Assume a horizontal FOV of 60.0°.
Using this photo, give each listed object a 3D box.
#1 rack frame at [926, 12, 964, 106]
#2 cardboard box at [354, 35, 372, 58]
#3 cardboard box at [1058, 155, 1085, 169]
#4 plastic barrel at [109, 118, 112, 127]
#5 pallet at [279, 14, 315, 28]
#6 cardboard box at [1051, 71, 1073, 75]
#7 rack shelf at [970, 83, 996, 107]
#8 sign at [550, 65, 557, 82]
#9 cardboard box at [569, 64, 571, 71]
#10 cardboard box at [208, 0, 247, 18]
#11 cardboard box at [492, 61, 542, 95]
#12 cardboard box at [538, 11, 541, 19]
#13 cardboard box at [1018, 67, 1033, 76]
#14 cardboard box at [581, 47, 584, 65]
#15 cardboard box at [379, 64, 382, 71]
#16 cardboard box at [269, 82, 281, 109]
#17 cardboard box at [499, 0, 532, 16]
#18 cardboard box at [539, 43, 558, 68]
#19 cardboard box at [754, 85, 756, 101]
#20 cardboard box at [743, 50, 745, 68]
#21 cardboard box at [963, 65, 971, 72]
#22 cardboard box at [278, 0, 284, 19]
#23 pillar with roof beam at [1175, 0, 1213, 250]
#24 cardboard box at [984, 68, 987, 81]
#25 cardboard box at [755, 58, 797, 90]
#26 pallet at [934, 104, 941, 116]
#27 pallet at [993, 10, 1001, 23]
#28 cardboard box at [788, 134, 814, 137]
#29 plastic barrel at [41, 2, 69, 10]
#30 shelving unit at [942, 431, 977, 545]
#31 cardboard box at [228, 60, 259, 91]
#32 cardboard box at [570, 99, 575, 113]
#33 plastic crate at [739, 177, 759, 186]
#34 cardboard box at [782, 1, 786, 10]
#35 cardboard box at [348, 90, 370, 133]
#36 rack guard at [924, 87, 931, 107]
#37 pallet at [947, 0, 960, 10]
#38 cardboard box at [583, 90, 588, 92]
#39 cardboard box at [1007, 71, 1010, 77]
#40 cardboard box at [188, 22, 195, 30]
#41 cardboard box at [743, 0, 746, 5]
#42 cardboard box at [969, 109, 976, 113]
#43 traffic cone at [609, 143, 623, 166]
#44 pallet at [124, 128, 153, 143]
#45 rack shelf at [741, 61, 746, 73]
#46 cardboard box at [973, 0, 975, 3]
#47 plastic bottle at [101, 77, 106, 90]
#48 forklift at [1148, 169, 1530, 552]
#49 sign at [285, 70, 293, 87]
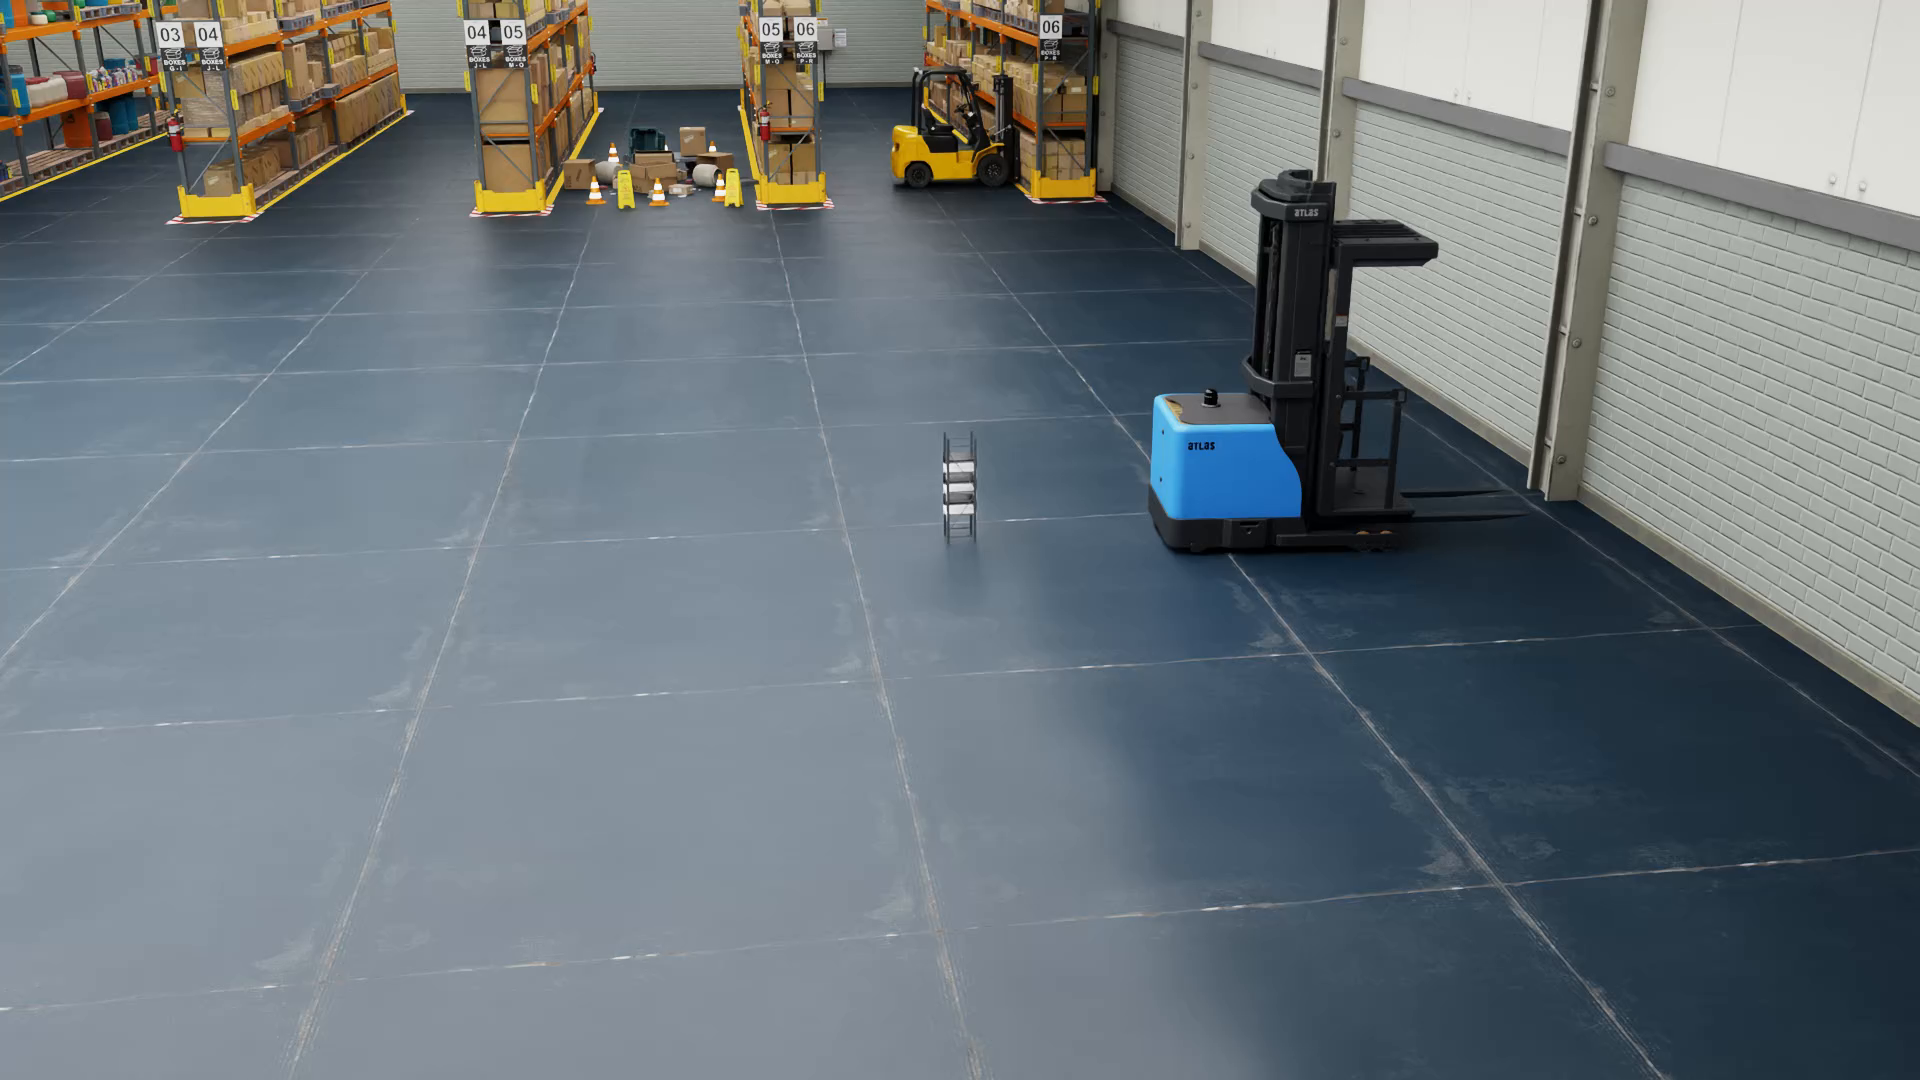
[{"bbox_3d":[-0.405,-13.307,45.058,1.000,3.000,0.127,-3,21,-8],"label":"rack frame"},{"bbox_3d":[-14.362,-11.770,39.659,0.500,0.500,0.500,-3,21,-8],"label":"cardboard box"},{"bbox_3d":[2.040,-7.083,31.009,0.500,0.250,0.500,-3,21,-7],"label":"cardboard box"},{"bbox_3d":[-19.290,-9.318,37.332,0.421,0.512,0.421,0,20,0],"label":"plastic barrel"},{"bbox_3d":[-13.529,-10.296,32.977,1.213,0.211,1.003,-3,21,-8],"label":"pallet"},{"bbox_3d":[1.925,-8.744,31.345,0.380,0.149,0.250,-2,21,-6],"label":"cardboard box"},{"bbox_3d":[1.037,-9.508,35.913,1.077,0.370,4.000,-3,21,-8],"label":"rack shelf"},{"bbox_3d":[-7.921,-9.087,32.409,0.100,0.325,0.005,-3,21,-8],"label":"sign"},{"bbox_3d":[-9.179,-10.886,38.335,0.380,0.149,0.250,-2,21,-5],"label":"cardboard box"},{"bbox_3d":[-12.763,-9.369,28.944,0.500,0.500,0.500,-3,21,-8],"label":"cardboard box"},{"bbox_3d":[-8.025,-8.324,29.958,0.875,0.550,0.550,-3,21,-8],"label":"cardboard box"},{"bbox_3d":[-7.954,-9.685,30.690,0.380,0.149,0.250,-3,21,-7],"label":"cardboard box"},{"bbox_3d":[1.342,-9.075,32.231,0.380,0.149,0.250,-3,21,-8],"label":"cardboard box"},{"bbox_3d":[-9.523,-11.927,40.795,0.500,0.500,0.500,-3,21,-8],"label":"cardboard box"},{"bbox_3d":[-14.447,-11.621,40.902,0.380,0.149,0.250,-3,21,-7],"label":"cardboard box"},{"bbox_3d":[-13.389,-8.428,31.426,0.875,0.500,0.500,-3,21,-8],"label":"cardboard box"},{"bbox_3d":[-7.783,-9.305,29.100,0.500,0.250,0.500,-3,21,-8],"label":"cardboard box"},{"bbox_3d":[-8.992,-10.360,35.596,0.700,0.500,0.500,-3,21,-8],"label":"cardboard box"},{"bbox_3d":[-3.798,-8.920,32.745,0.500,0.500,0.500,-3,21,-8],"label":"cardboard box"},{"bbox_3d":[-5.139,-12.043,41.530,0.500,0.500,0.500,-3,21,-9],"label":"cardboard box"},{"bbox_3d":[0.274,-10.824,38.169,0.380,0.149,0.250,-3,21,-7],"label":"cardboard box"},{"bbox_3d":[-13.362,-10.219,31.754,0.797,0.503,0.637,-4,21,-10],"label":"cardboard box"},{"bbox_3d":[-0.702,-8.570,23.800,9.100,9.000,0.400,-3,21,-8],"label":"pillar with roof beam"},{"bbox_3d":[0.798,-10.004,35.714,0.500,0.250,0.500,-3,21,-7],"label":"cardboard box"},{"bbox_3d":[-3.299,-8.336,29.751,0.700,0.500,0.500,-3,21,-9],"label":"cardboard box"},{"bbox_3d":[-0.105,-11.277,43.608,1.003,0.211,1.213,-3,21,-8],"label":"pallet"},{"bbox_3d":[1.185,-10.773,34.258,0.805,0.209,1.217,-4,21,-10],"label":"pallet"},{"bbox_3d":[-3.000,-7.432,31.585,0.500,0.500,0.500,-3,21,-7],"label":"cardboard box"},{"bbox_3d":[-18.949,-11.536,34.814,0.600,0.830,0.708,-3,21,-8],"label":"plastic barrel"},{"bbox_3d":[-0.001,-0.424,13.566,0.258,0.900,0.210,-3,21,-8],"label":"shelving unit"},{"bbox_3d":[-12.764,-8.221,29.443,0.500,0.500,0.500,-3,21,-8],"label":"cardboard box"},{"bbox_3d":[-8.979,-9.804,37.580,0.500,0.250,0.500,-3,21,-8],"label":"cardboard box"},{"bbox_3d":[-4.171,-6.948,32.204,0.402,0.080,0.583,-11,23,-26],"label":"plastic crate"},{"bbox_3d":[-3.159,-10.103,31.411,0.380,0.149,0.250,-3,21,-9],"label":"cardboard box"},{"bbox_3d":[-14.304,-9.842,38.217,1.225,0.875,0.875,-4,21,-10],"label":"cardboard box"},{"bbox_3d":[-0.394,-12.110,45.424,1.175,0.500,0.348,-3,21,-8],"label":"rack guard"},{"bbox_3d":[0.349,-12.651,39.283,1.213,0.211,1.003,-3,21,-8],"label":"pallet"},{"bbox_3d":[-9.755,-11.474,42.774,0.380,0.149,0.250,-4,21,-10],"label":"cardboard box"},{"bbox_3d":[1.150,-9.290,33.232,0.380,0.149,0.250,-2,21,-6],"label":"cardboard box"},{"bbox_3d":[-13.086,-8.714,28.117,0.380,0.149,0.250,-4,21,-10],"label":"cardboard box"},{"bbox_3d":[-4.493,-12.267,37.244,0.700,0.500,0.500,-4,21,-10],"label":"cardboard box"},{"bbox_3d":[0.475,-9.698,38.368,0.500,0.500,0.500,-2,21,-6],"label":"cardboard box"},{"bbox_3d":[-7.169,-7.968,34.388,0.336,0.463,0.334,-3,21,-8],"label":"traffic cone"},{"bbox_3d":[-19.377,-9.345,38.436,1.003,0.211,1.213,-3,21,-8],"label":"pallet"},{"bbox_3d":[-5.028,-12.026,42.656,1.077,0.370,4.000,-3,21,-8],"label":"rack shelf"},{"bbox_3d":[0.498,-11.940,36.702,0.380,0.166,0.250,-3,21,-8],"label":"cardboard box"},{"bbox_3d":[-18.722,-9.970,36.306,0.097,0.271,0.097,0,20,0],"label":"plastic bottle"},{"bbox_3d":[3.146,-1.458,13.431,3.031,2.935,1.130,-1,21,-4],"label":"forklift"},{"bbox_3d":[-12.857,-8.836,31.850,0.100,0.325,0.005,-3,21,-8],"label":"sign"}]
